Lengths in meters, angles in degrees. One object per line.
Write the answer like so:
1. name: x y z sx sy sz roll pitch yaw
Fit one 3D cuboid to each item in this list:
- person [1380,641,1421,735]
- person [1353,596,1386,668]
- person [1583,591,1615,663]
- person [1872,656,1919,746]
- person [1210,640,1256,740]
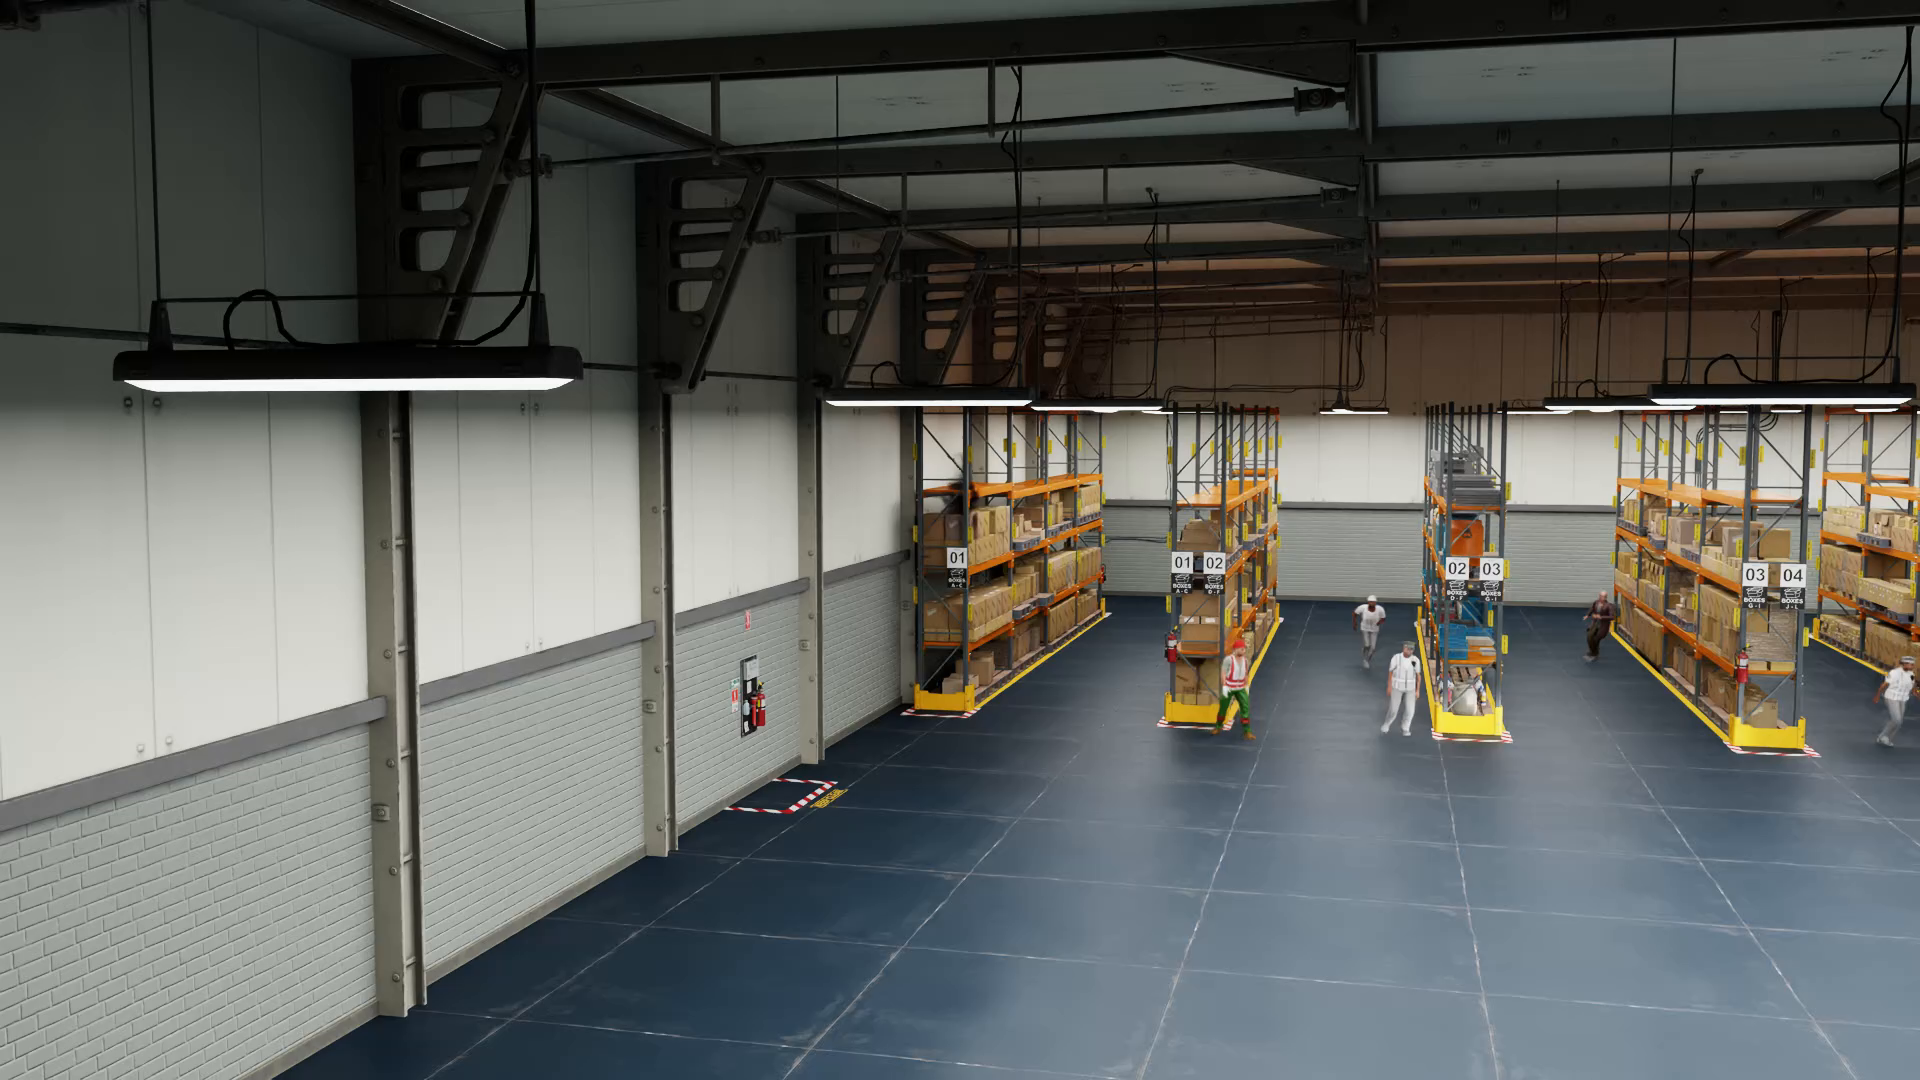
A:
1. person: 7.923 2.650 29.876 0.652 1.712 0.546 0 4 0
2. person: 9.344 2.089 37.899 0.675 1.683 0.714 0 4 -1
3. person: 14.850 2.006 38.688 0.856 1.679 0.776 4 6 42
4. person: 16.260 2.788 28.797 0.573 1.596 0.691 -2 4 -20
5. person: 4.914 2.652 29.685 0.688 1.739 0.899 -2 4 -20
